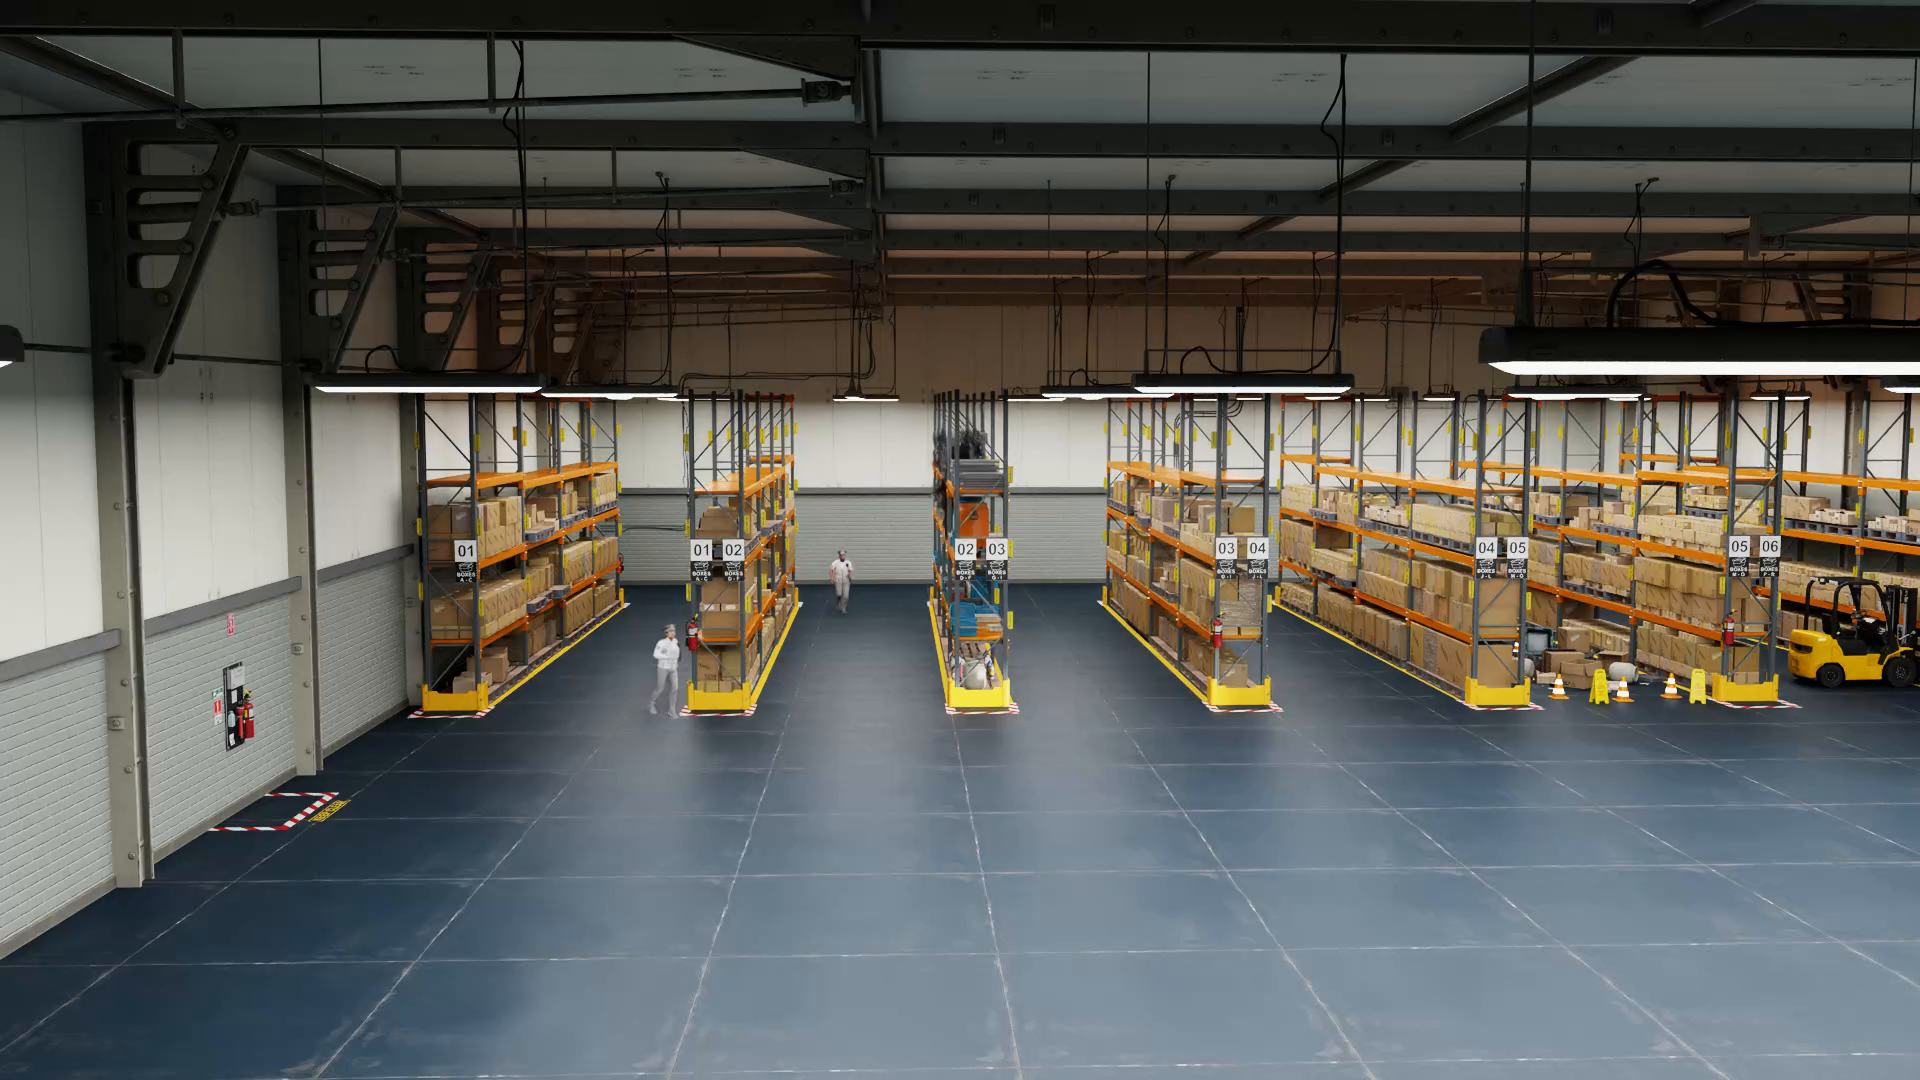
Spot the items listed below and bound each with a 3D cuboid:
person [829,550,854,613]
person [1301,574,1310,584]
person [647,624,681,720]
[{"bbox_3d":[-3.224,1.137,45.504,0.660,1.740,0.600,-1,5,-10],"label":"person"},{"bbox_3d":[10.255,0.876,49.017,0.754,1.699,0.701,-5,7,-44],"label":"person"},{"bbox_3d":[-5.353,2.396,30.474,0.622,1.726,0.795,-4,6,-43],"label":"person"}]
